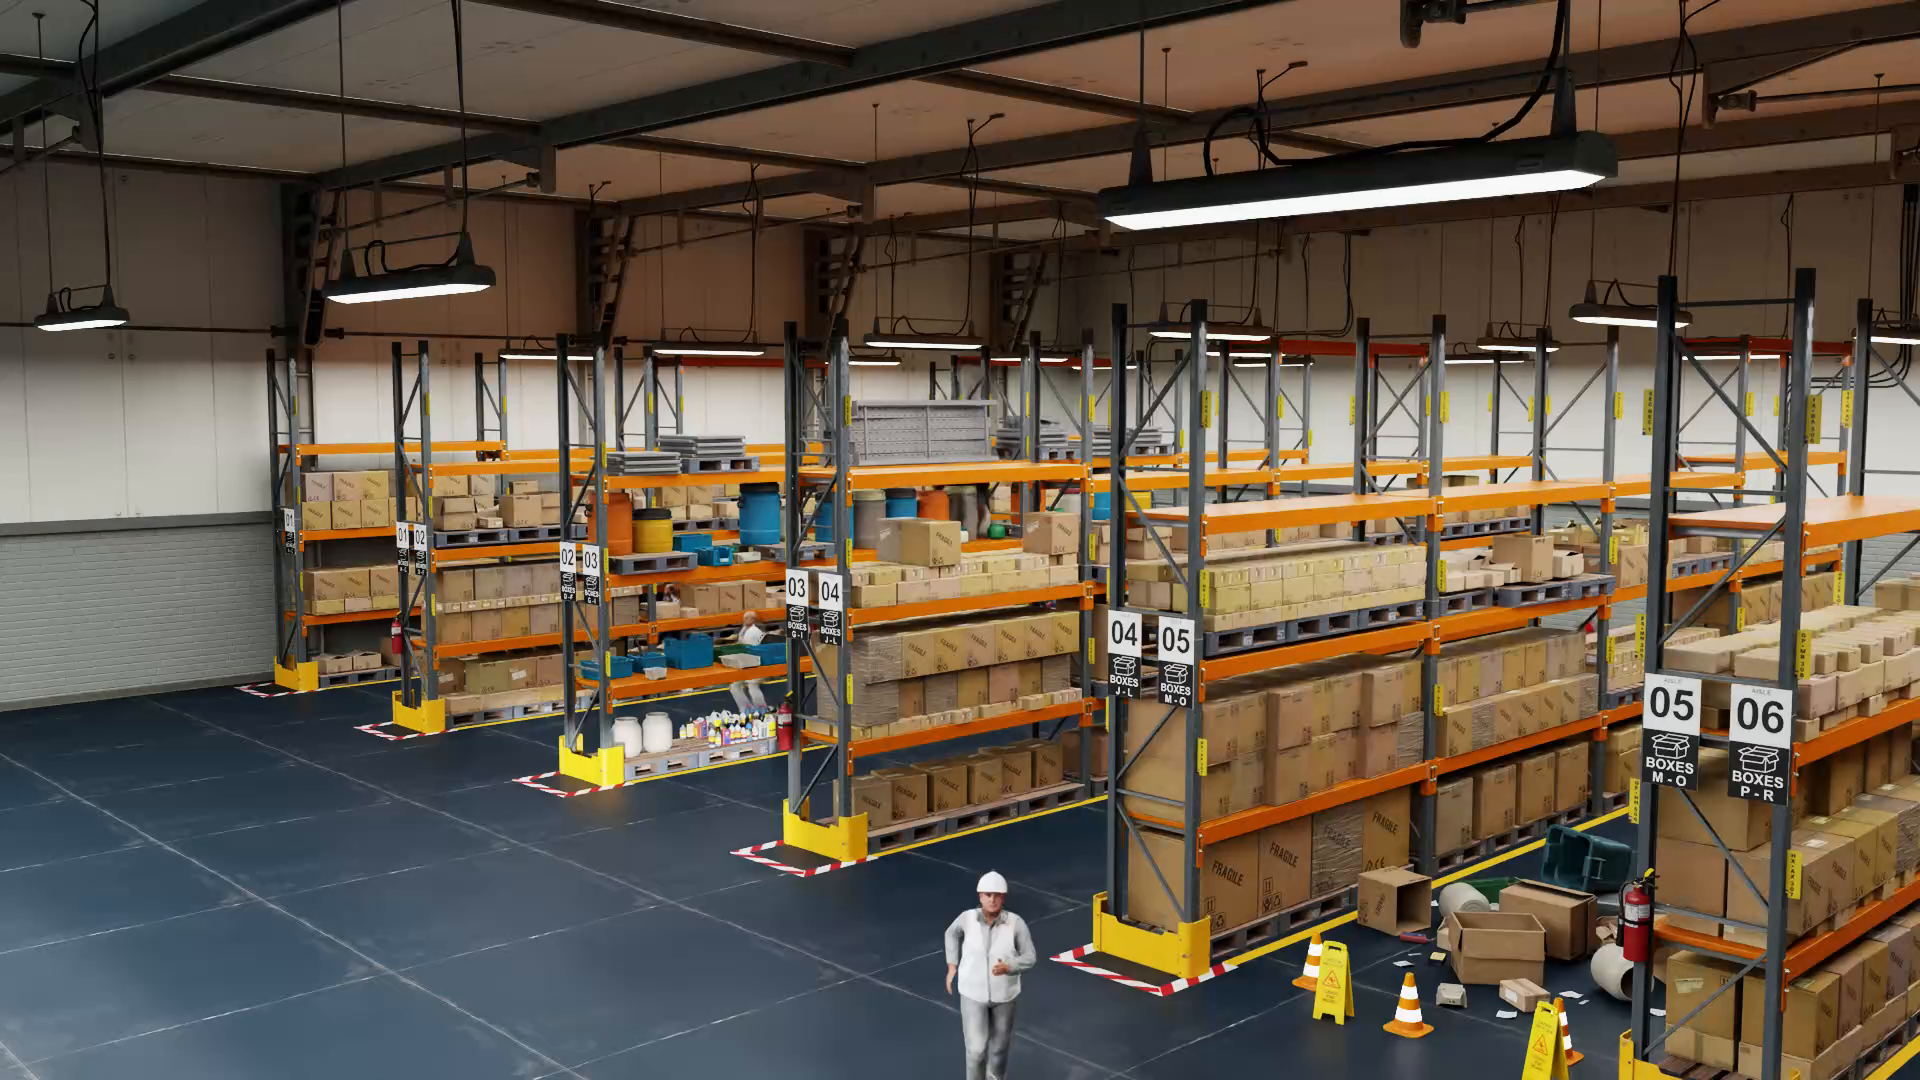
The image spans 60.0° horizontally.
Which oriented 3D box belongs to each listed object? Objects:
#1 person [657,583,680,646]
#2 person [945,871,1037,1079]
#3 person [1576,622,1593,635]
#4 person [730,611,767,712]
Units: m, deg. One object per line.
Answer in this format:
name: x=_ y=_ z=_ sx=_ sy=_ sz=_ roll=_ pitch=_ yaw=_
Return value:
person: x=-5.479 y=1.652 z=31.238 sx=0.575 sy=1.689 sz=0.699 roll=4 pitch=7 yaw=41
person: x=0.218 y=3.252 z=11.833 sx=0.644 sy=1.824 sz=0.776 roll=0 pitch=5 yaw=-1
person: x=9.396 y=2.119 z=24.909 sx=0.915 sy=1.794 sz=0.639 roll=-4 pitch=6 yaw=-37
person: x=-3.362 y=2.069 z=26.271 sx=0.698 sy=1.720 sz=0.747 roll=5 pitch=7 yaw=44
